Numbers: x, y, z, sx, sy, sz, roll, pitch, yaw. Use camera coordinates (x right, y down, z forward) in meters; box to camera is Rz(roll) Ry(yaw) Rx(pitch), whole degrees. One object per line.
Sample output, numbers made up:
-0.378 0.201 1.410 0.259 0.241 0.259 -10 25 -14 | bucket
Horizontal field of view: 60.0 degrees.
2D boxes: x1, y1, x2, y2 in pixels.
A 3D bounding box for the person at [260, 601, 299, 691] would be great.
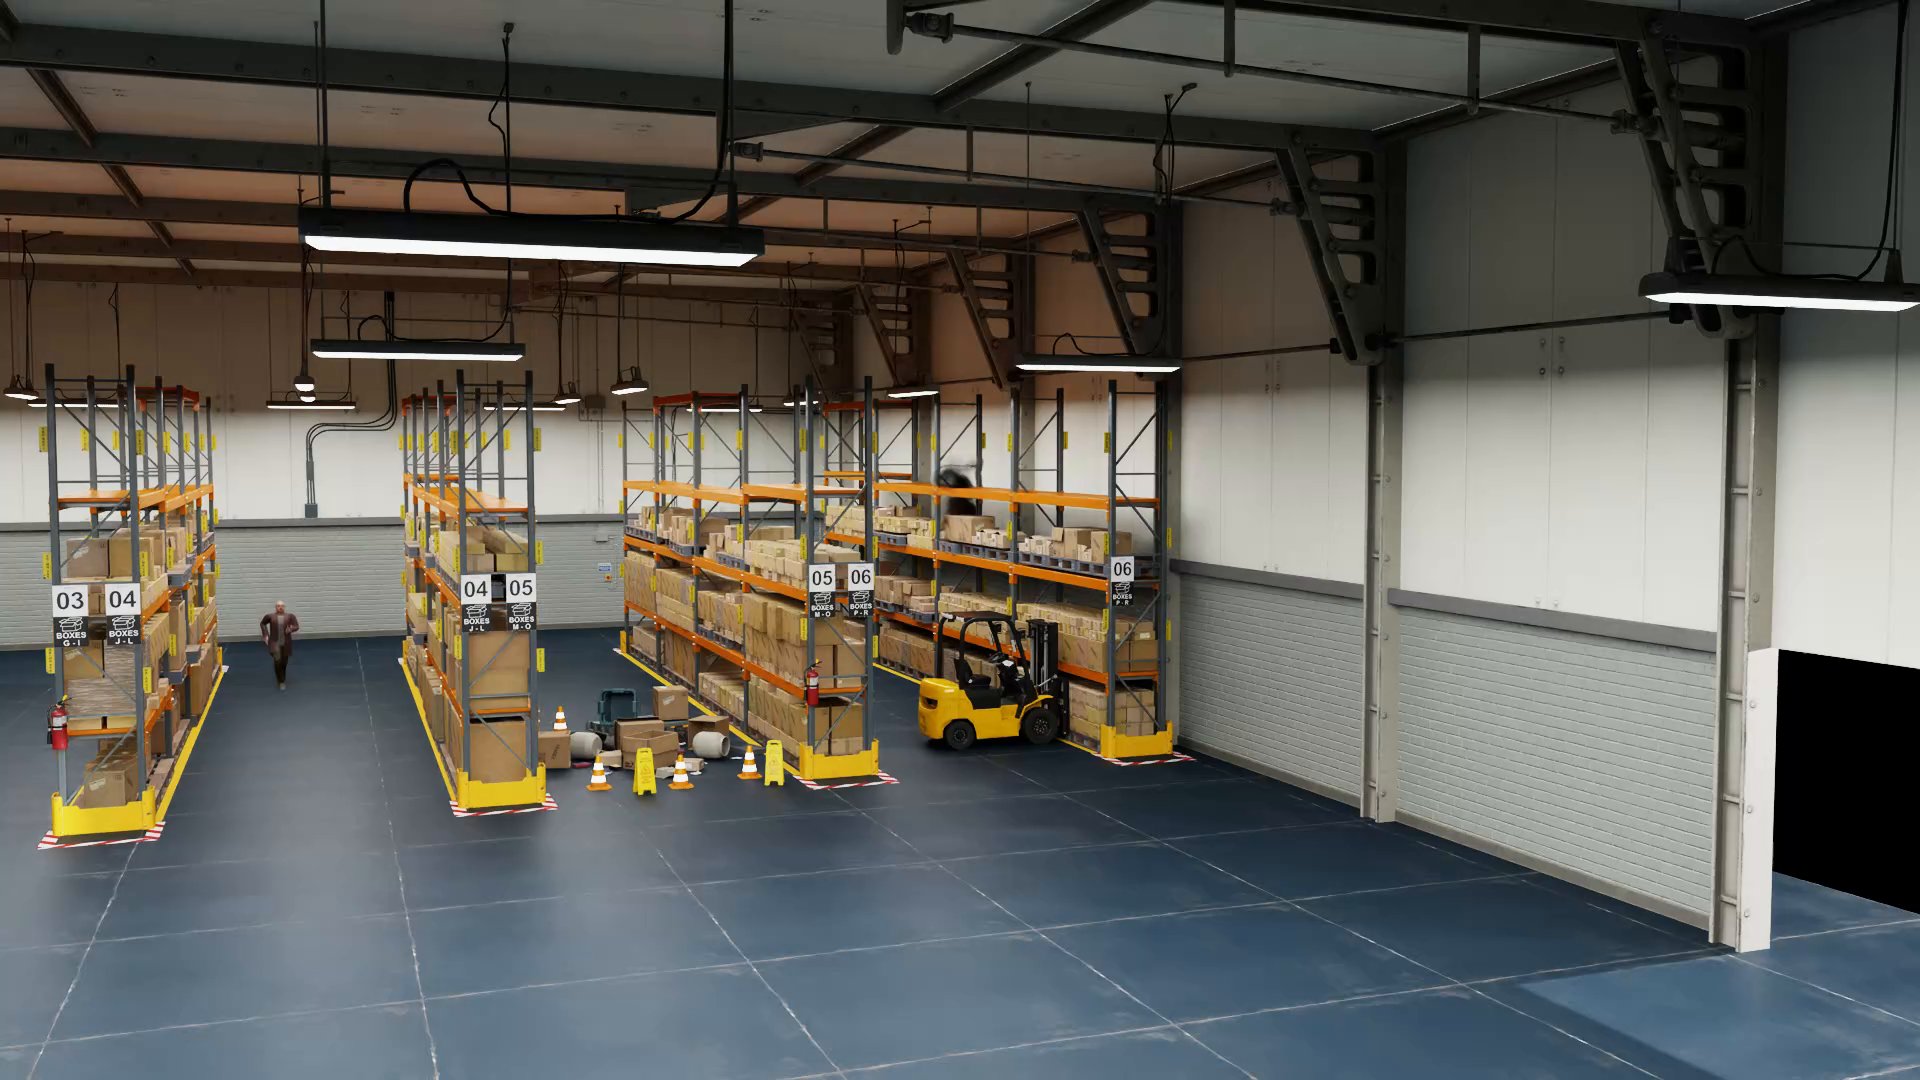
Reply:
-13.863 2.140 33.935 0.714 1.819 0.953 -2 4 -31 | person
